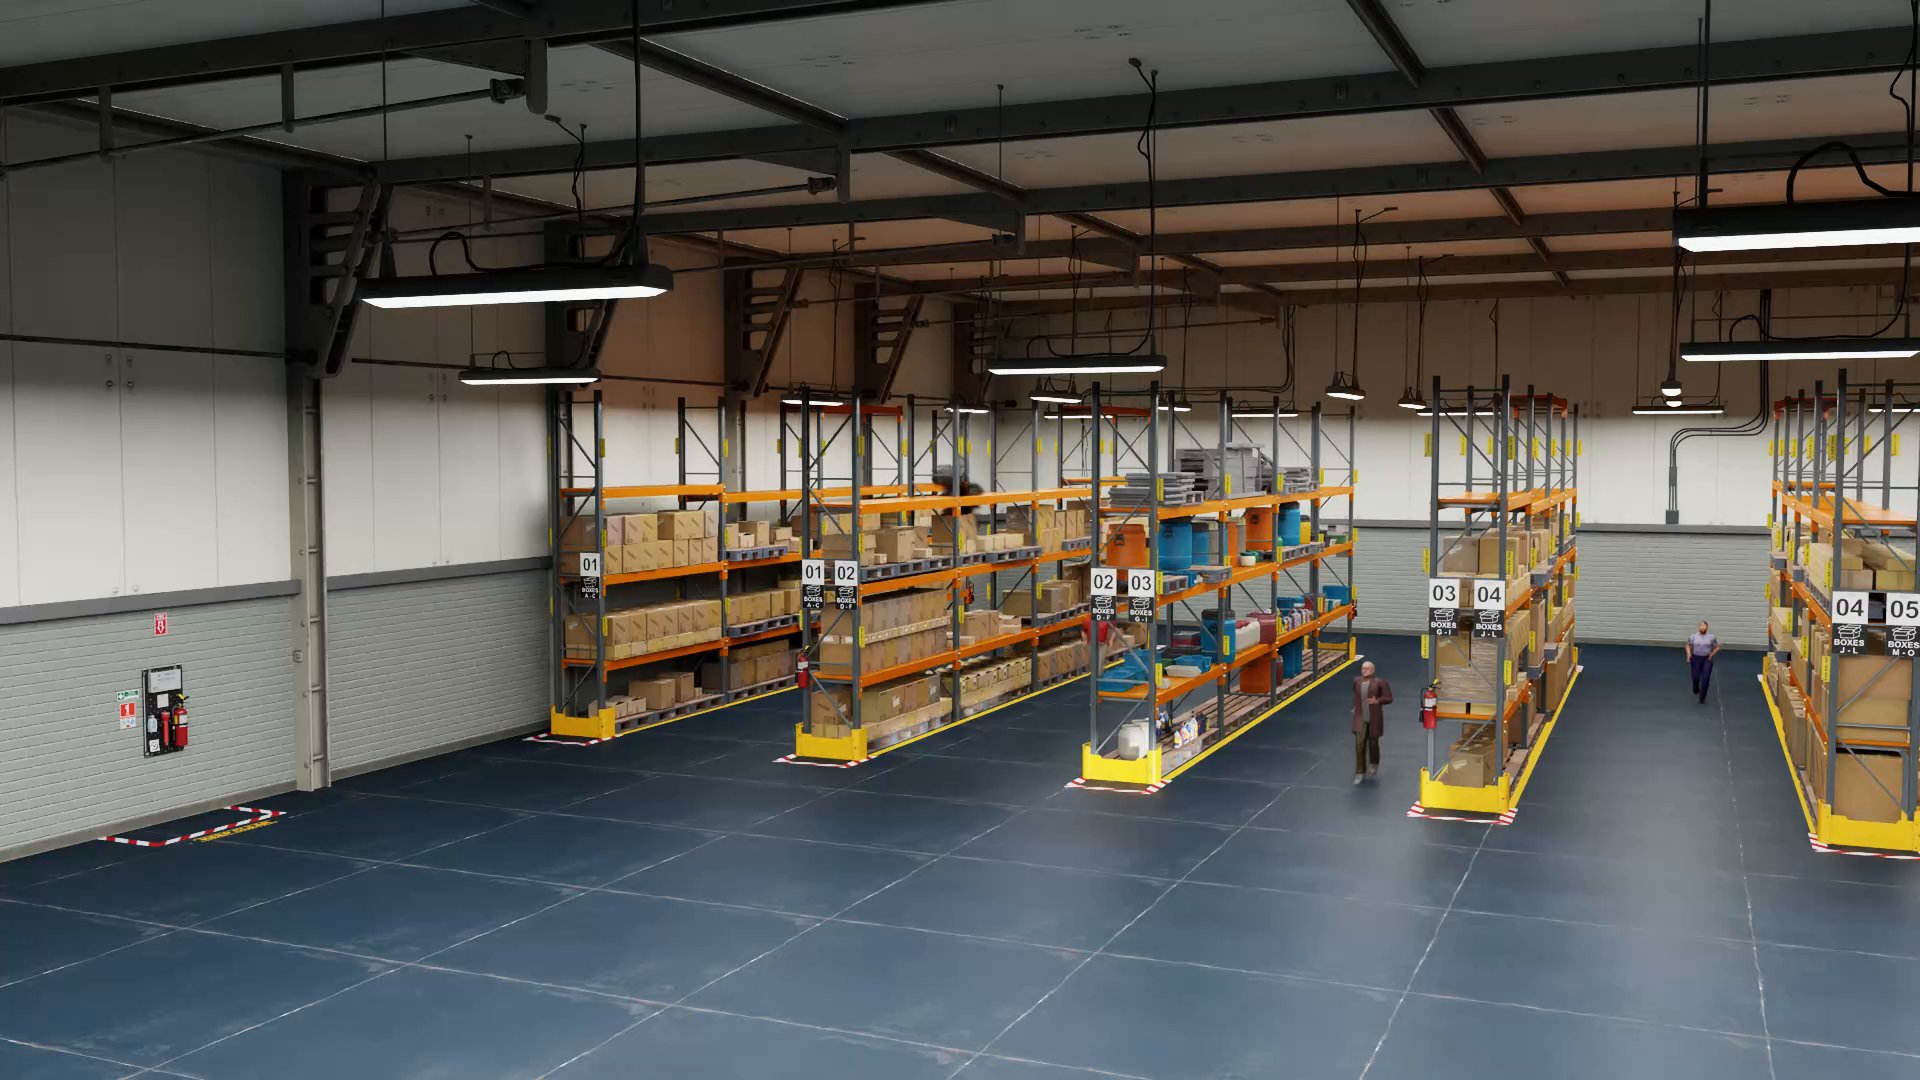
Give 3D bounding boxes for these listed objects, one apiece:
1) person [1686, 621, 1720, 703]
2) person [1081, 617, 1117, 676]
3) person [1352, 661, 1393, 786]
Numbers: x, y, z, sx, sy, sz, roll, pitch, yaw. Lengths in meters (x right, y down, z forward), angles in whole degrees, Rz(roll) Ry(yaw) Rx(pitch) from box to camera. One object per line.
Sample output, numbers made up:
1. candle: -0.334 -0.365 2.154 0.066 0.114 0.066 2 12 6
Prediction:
1. person: 14.668 2.401 32.857 0.616 1.606 0.550 2 4 26
2. person: 2.676 2.094 32.214 0.678 1.679 0.917 1 3 14
3. person: 6.179 2.726 25.017 0.680 1.815 0.979 2 4 28
